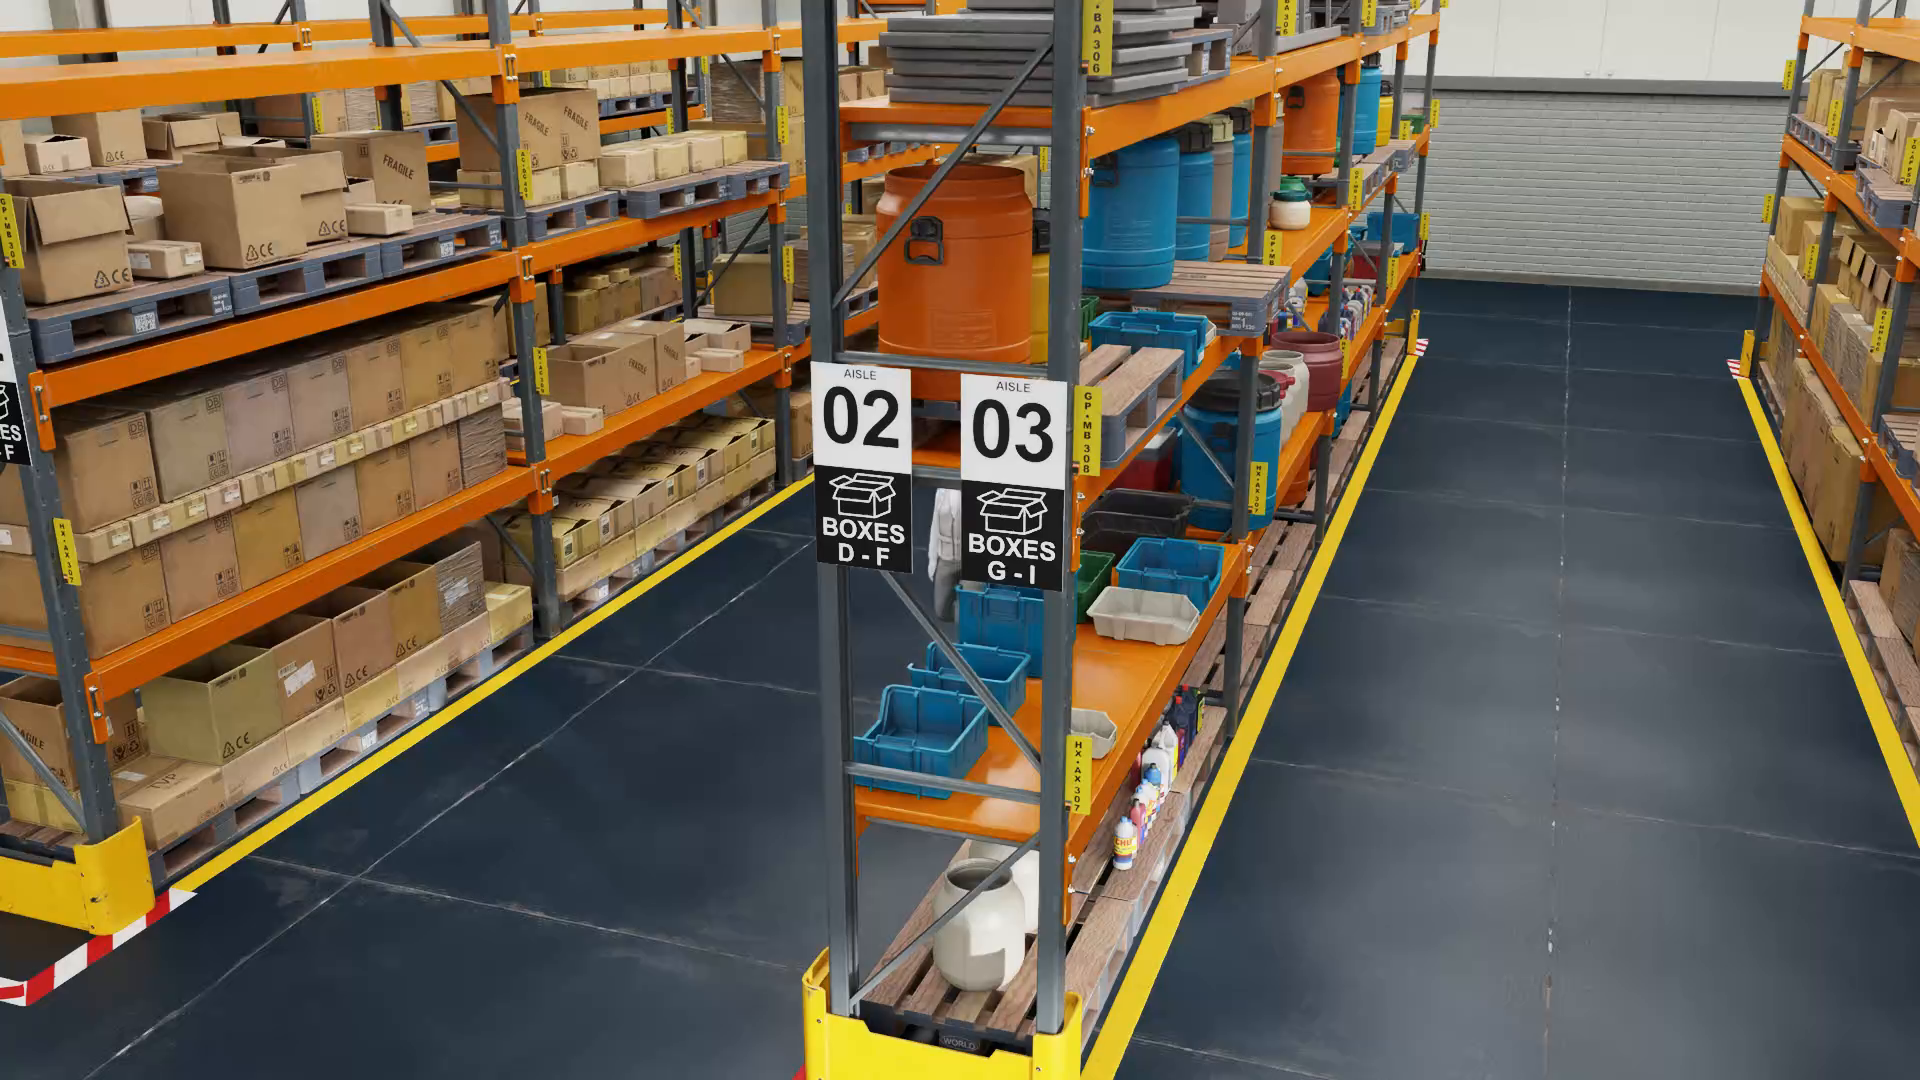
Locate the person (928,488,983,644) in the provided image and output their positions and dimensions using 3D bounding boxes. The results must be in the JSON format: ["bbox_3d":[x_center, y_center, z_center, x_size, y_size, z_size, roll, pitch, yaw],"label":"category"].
[{"bbox_3d":[0.054,0.126,11.112,0.489,1.644,0.696,11,22,30],"label":"person"}]
